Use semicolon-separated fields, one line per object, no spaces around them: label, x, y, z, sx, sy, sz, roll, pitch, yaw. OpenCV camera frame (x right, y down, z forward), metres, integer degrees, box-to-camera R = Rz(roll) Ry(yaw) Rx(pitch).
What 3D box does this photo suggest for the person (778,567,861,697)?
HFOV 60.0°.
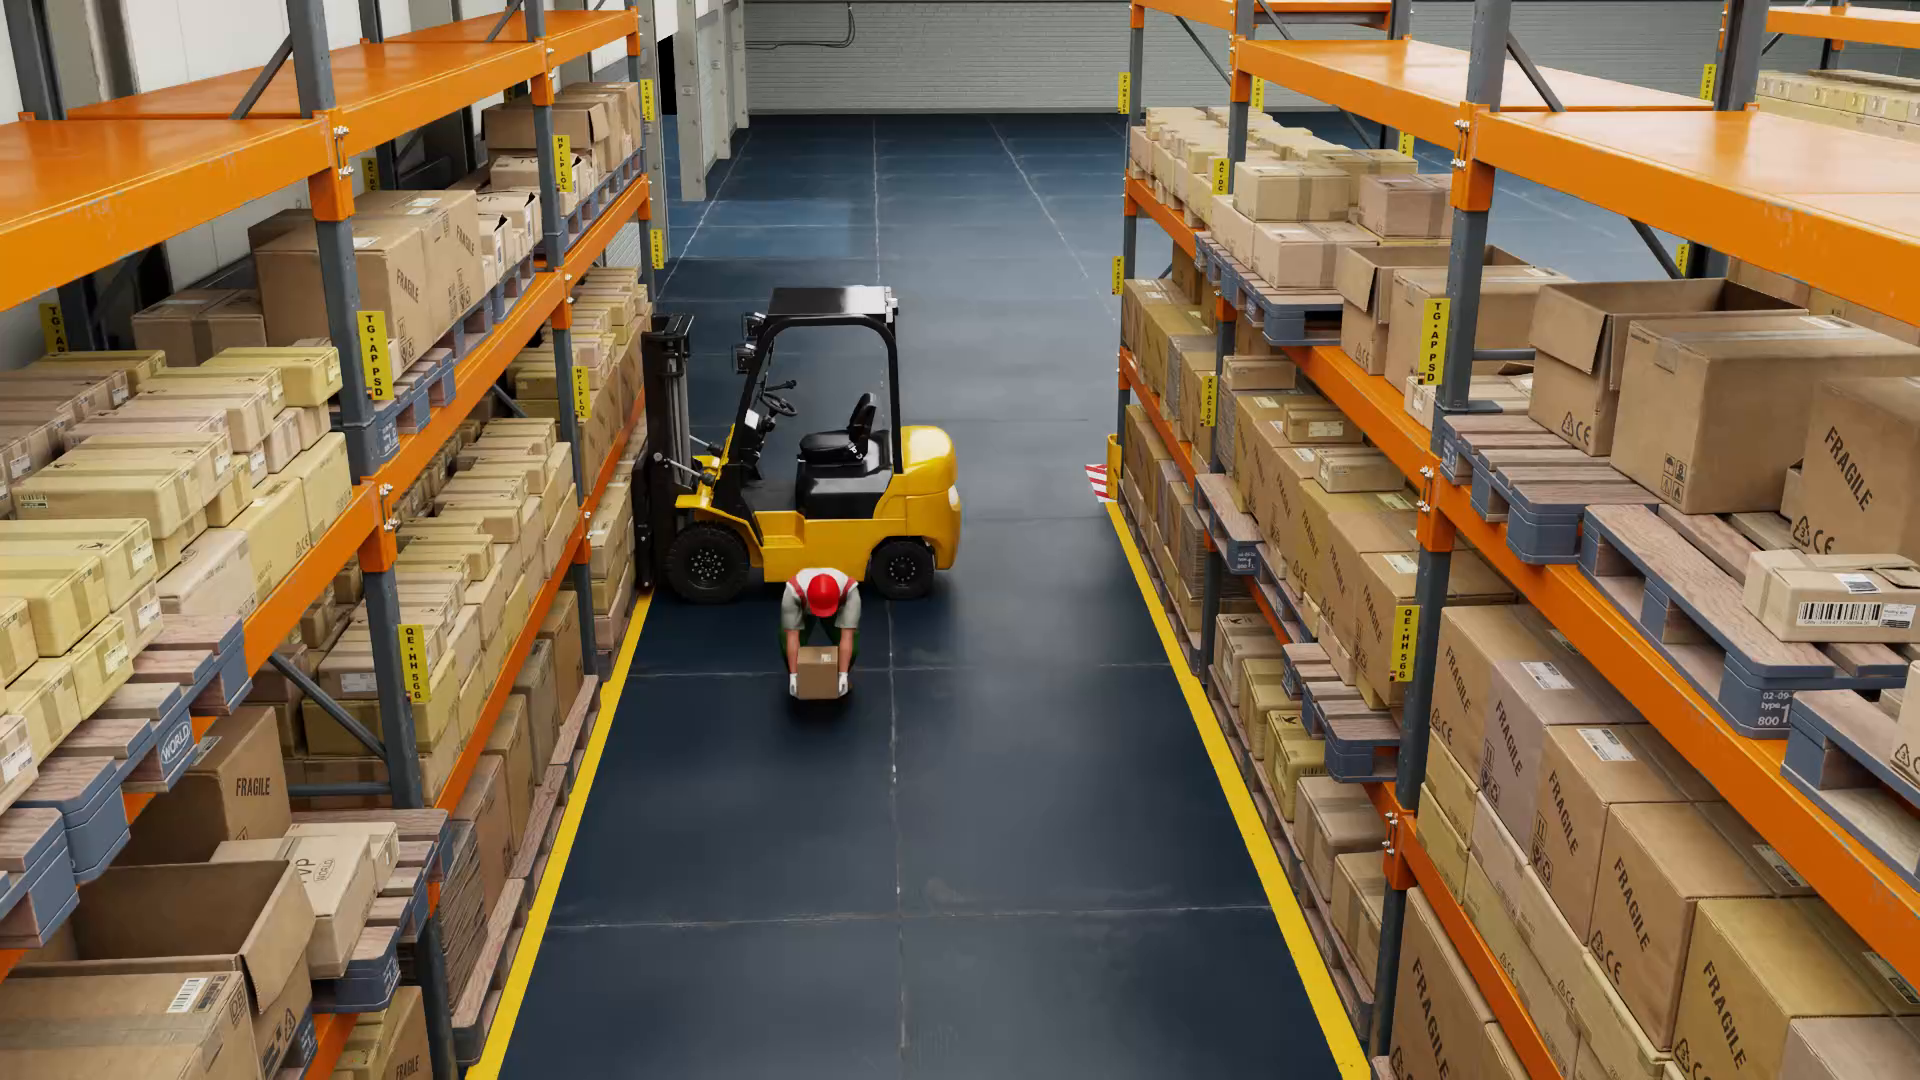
person;-0.904;0.560;10.684;0.534;0.990;0.911;-2;20;-4
